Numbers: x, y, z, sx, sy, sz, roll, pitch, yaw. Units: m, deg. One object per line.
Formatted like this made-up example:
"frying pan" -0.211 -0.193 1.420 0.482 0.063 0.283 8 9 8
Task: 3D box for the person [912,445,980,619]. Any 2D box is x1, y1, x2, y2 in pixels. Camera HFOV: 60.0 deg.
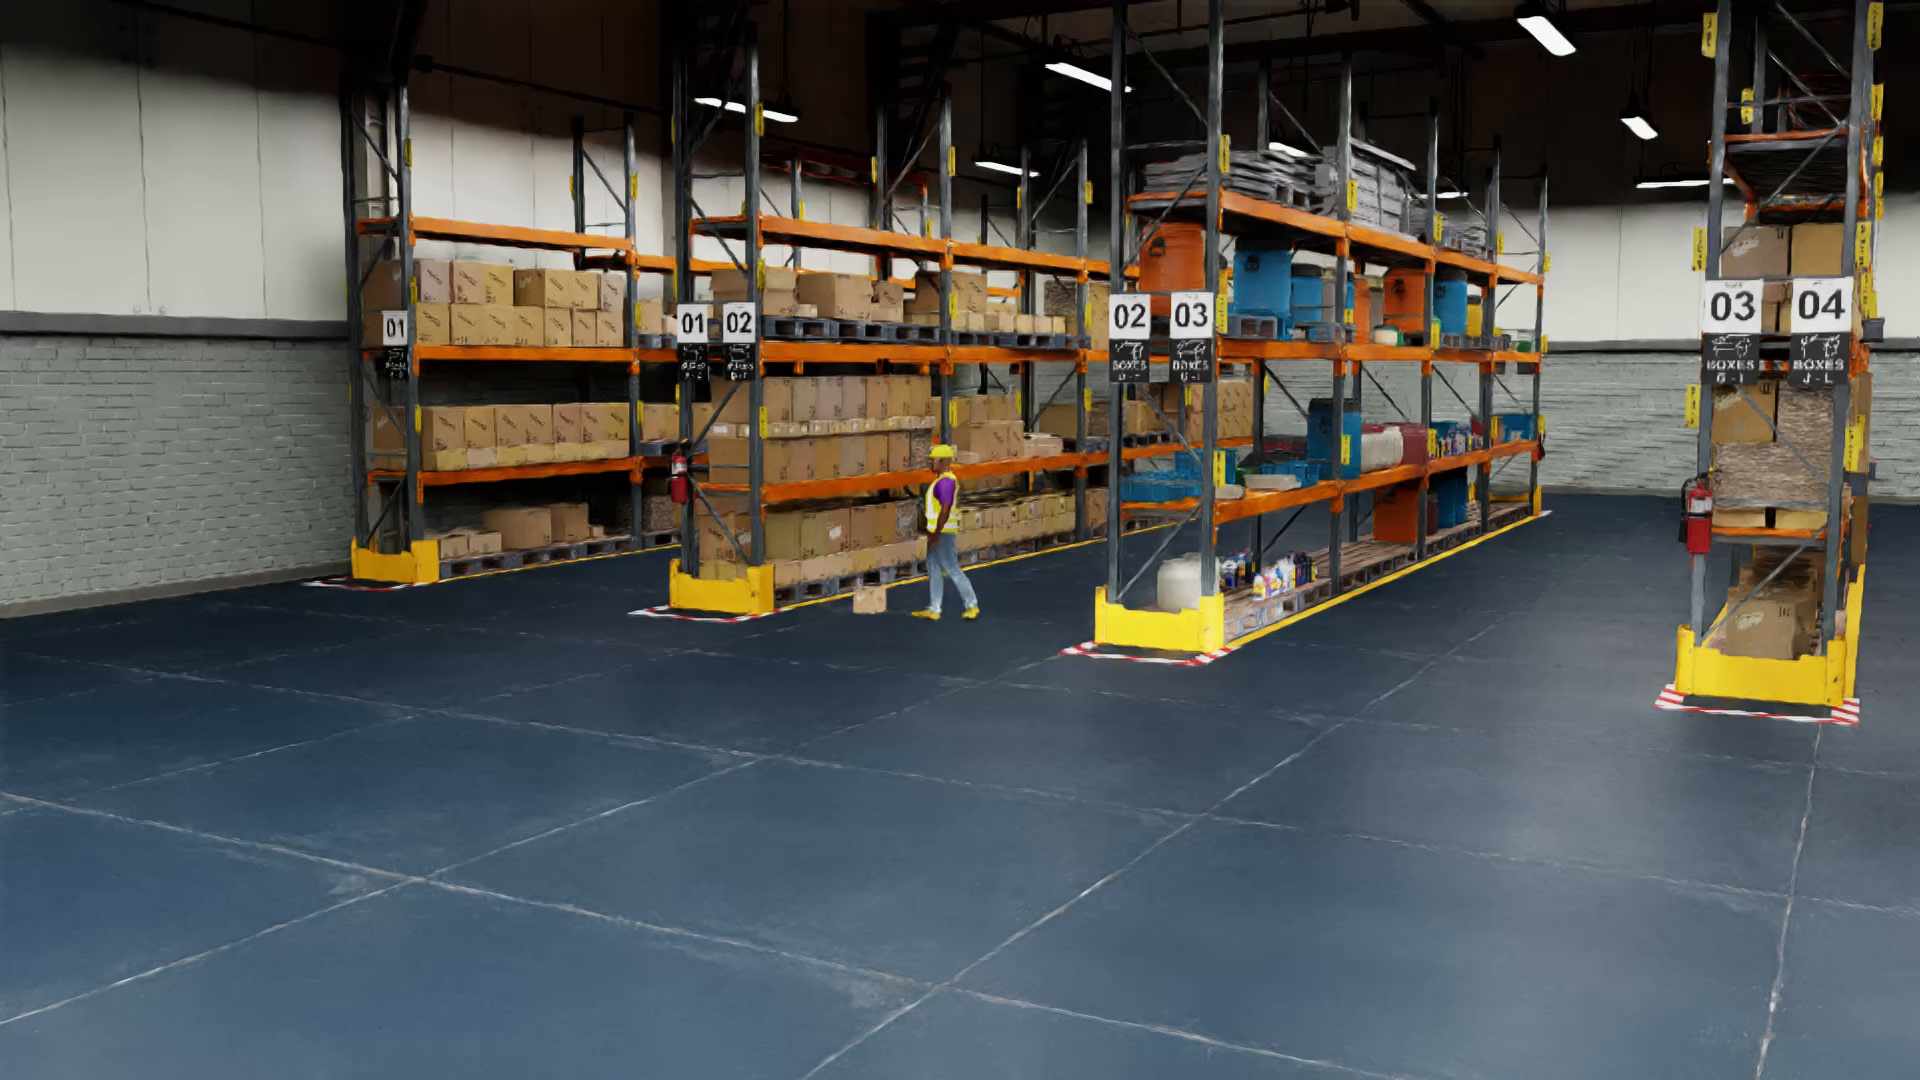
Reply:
"person" -0.147 -0.081 16.843 0.682 1.758 0.681 -1 6 -5
